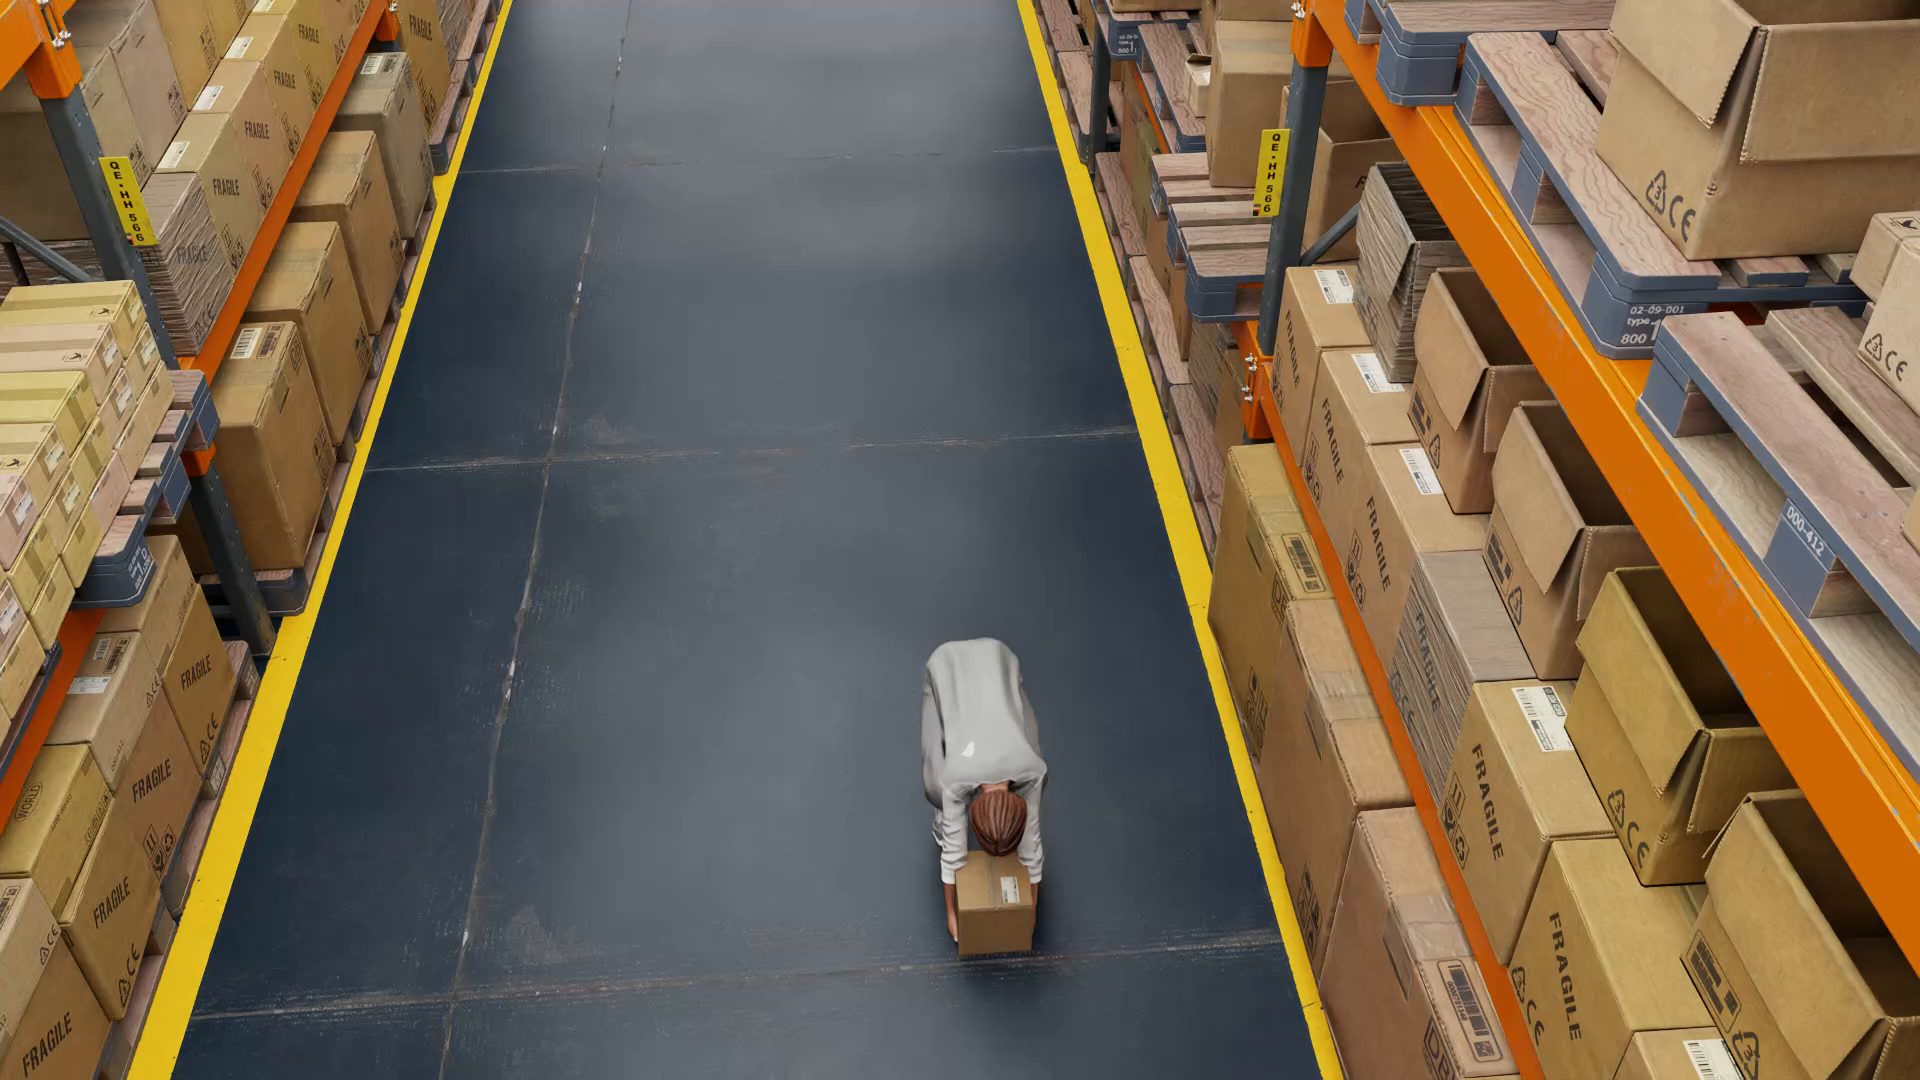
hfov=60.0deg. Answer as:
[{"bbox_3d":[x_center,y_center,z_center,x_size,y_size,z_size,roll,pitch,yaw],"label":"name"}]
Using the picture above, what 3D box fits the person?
[{"bbox_3d":[0.088,0.837,5.793,0.433,0.807,0.864,-5,40,-6],"label":"person"}]
